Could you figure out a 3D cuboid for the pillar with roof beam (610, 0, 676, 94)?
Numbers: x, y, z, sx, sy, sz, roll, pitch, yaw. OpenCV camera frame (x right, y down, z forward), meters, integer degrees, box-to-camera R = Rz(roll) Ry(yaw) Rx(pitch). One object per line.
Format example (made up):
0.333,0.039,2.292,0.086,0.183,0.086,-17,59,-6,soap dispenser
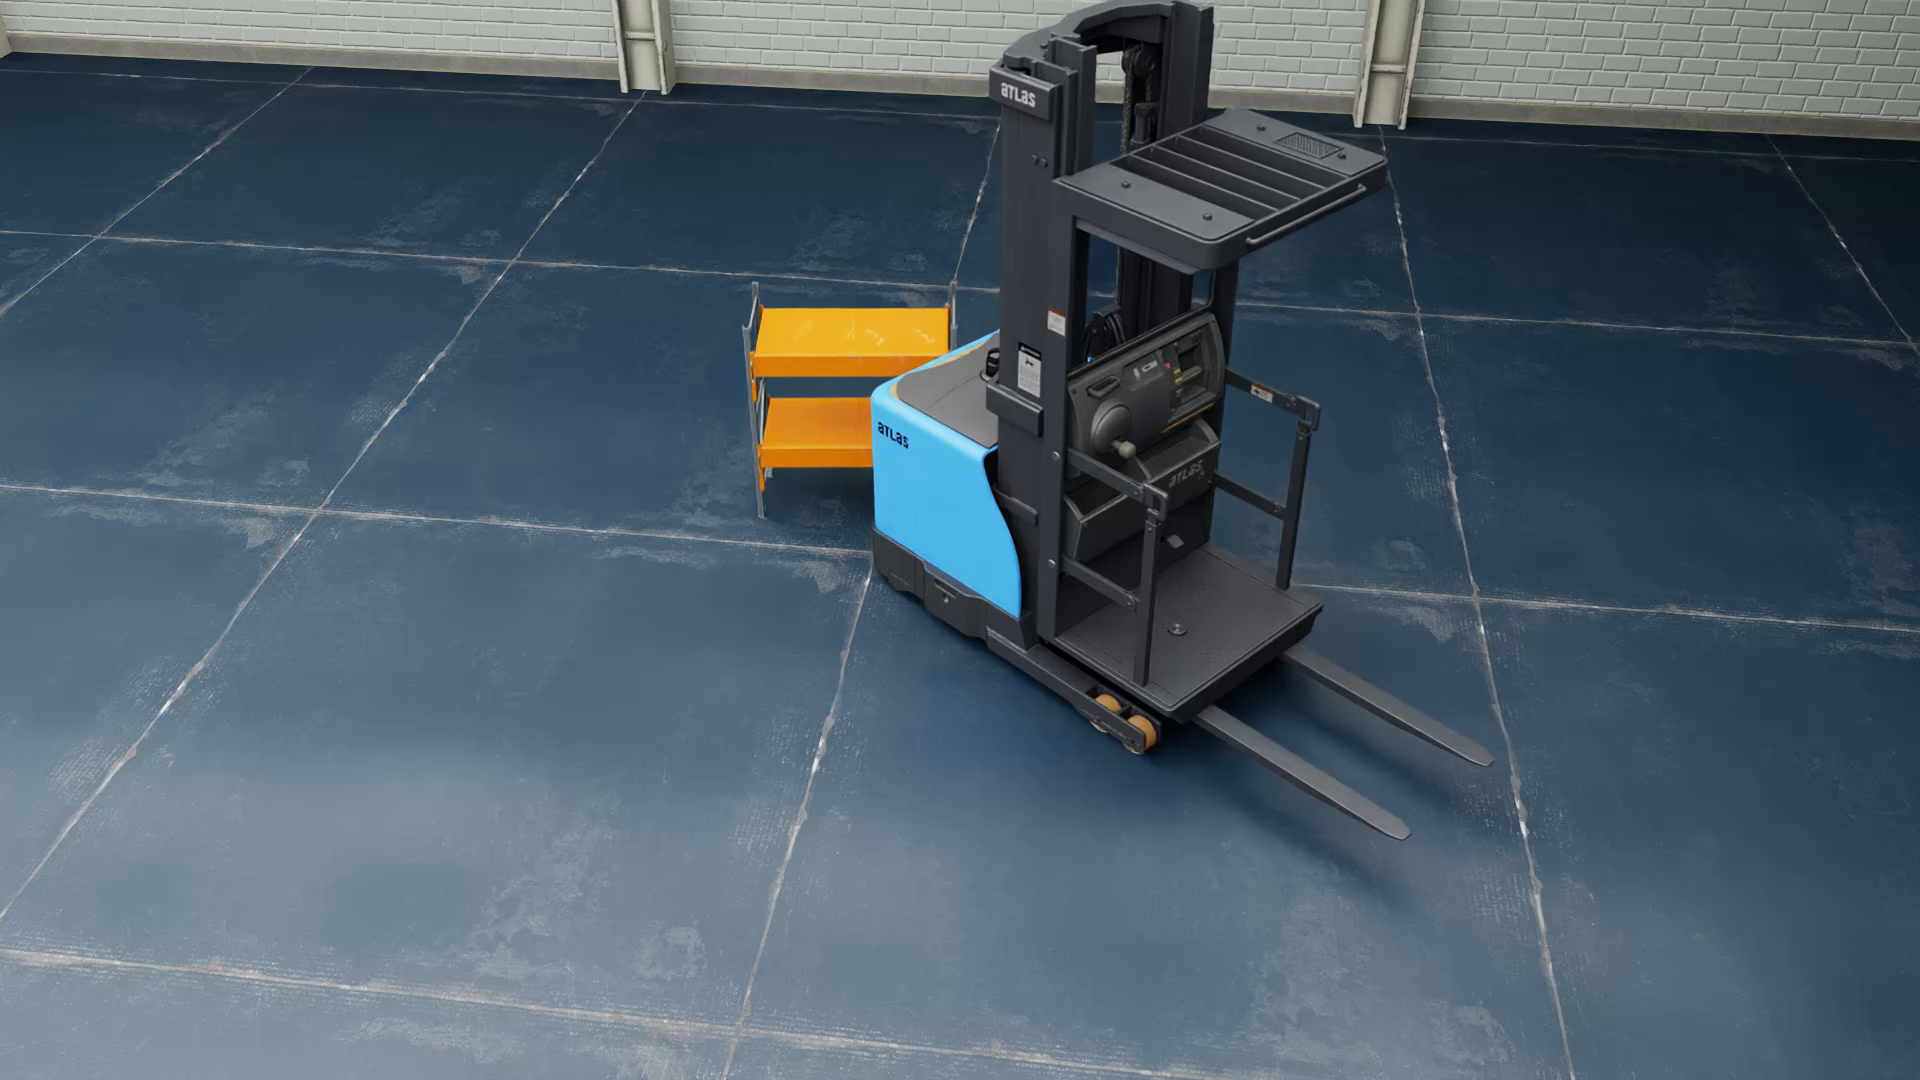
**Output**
-3.150,-4.979,7.837,0.400,9.000,9.100,4,36,6,pillar with roof beam

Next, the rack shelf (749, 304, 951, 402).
-0.539,-0.958,8.477,1.000,0.278,0.538,0,36,0,rack shelf

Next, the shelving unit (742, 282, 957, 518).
-0.539,-0.720,8.647,1.048,1.125,0.538,0,36,0,shelving unit

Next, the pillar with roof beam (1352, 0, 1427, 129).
2.802,-4.535,7.215,0.400,9.000,9.100,4,36,6,pillar with roof beam

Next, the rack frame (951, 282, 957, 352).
-0.031,-0.721,8.648,0.032,1.125,0.500,0,36,0,rack frame

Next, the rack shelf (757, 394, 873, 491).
-0.539,-0.520,8.789,1.000,0.278,0.538,0,36,0,rack shelf

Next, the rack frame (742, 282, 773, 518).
-1.048,-0.718,8.645,0.032,1.125,0.500,0,36,0,rack frame

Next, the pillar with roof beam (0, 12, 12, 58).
-9.101,-5.423,8.459,0.400,9.000,9.100,4,36,6,pillar with roof beam

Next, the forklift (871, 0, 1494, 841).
0.947,-0.596,6.919,1.130,2.935,3.031,-29,45,-34,forklift
